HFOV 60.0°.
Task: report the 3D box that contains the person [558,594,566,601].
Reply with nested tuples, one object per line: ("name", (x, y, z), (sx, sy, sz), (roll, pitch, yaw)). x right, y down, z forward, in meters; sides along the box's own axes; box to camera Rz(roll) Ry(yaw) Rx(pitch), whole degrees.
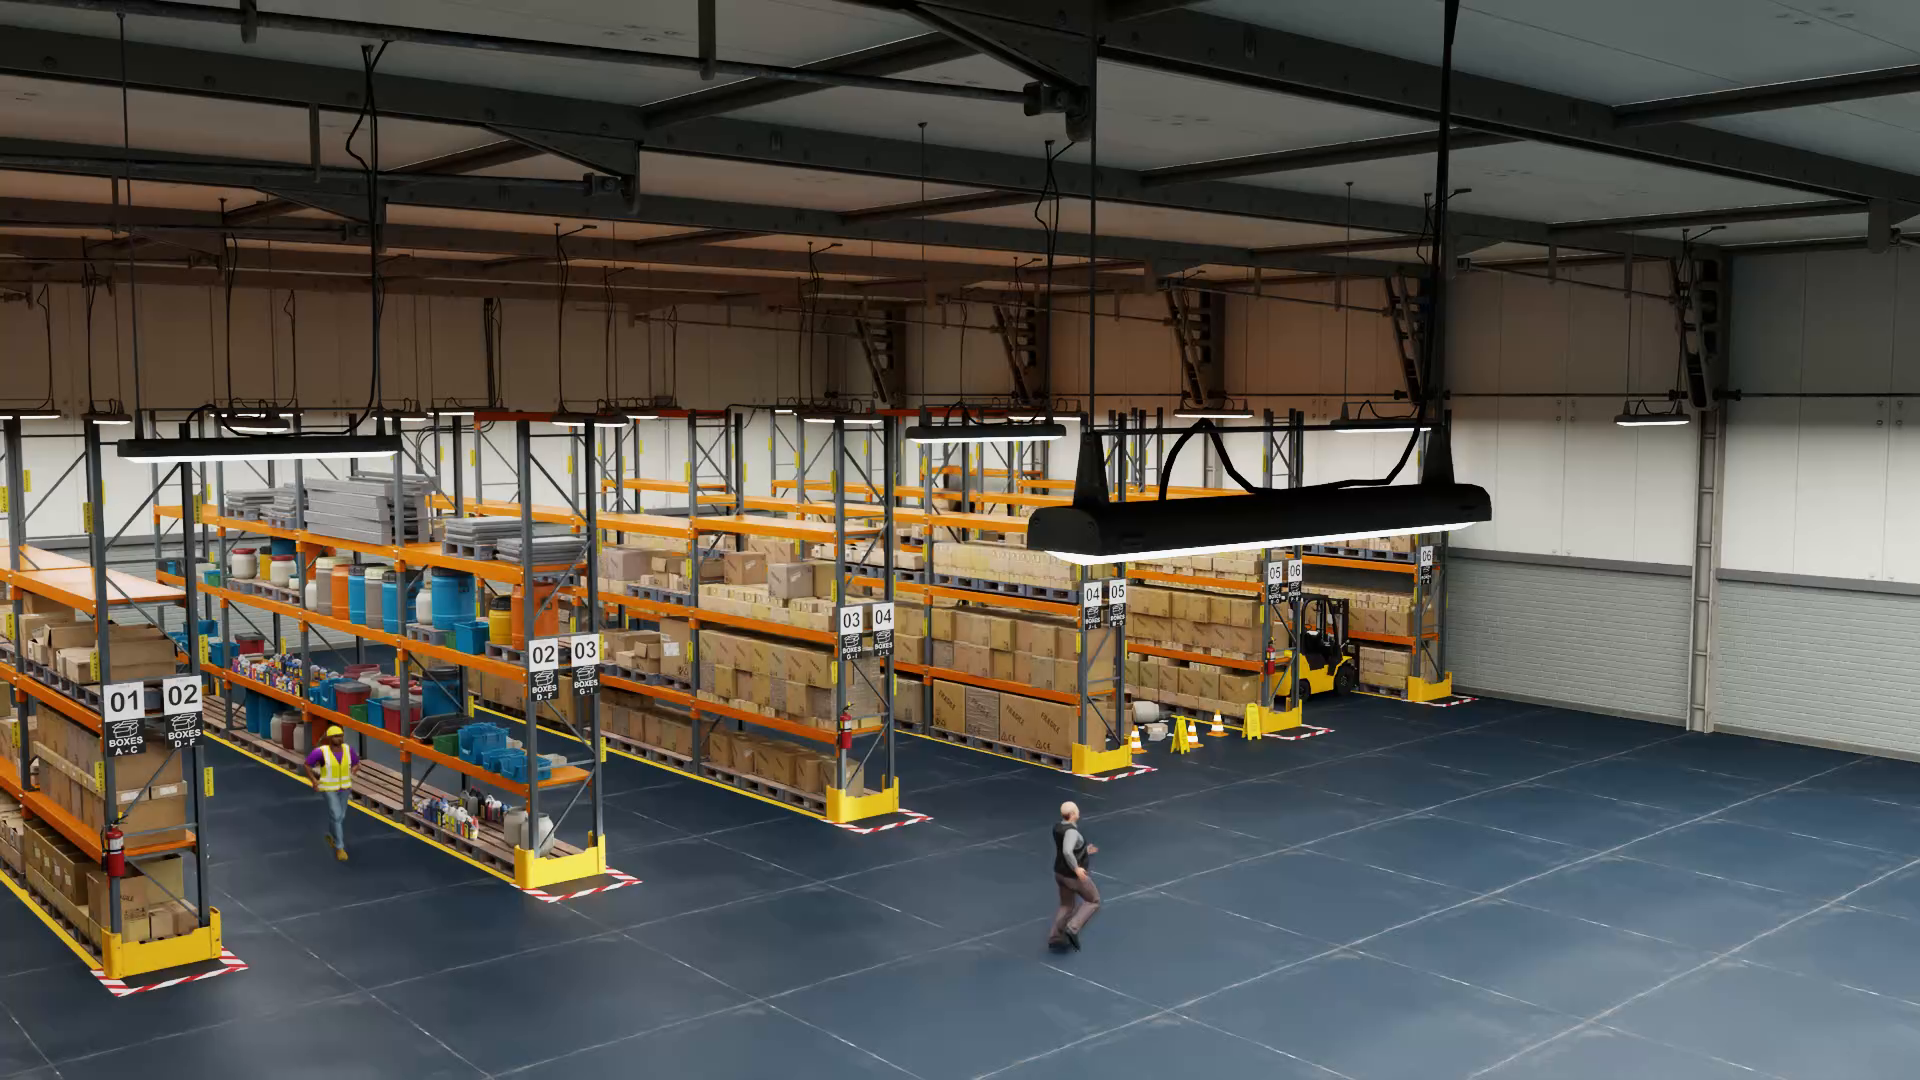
("person", (-9.359, 2.103, 38.978), (0.602, 1.673, 0.677), (0, 5, 1))

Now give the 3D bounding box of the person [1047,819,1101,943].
("person", (1.287, 3.875, 18.924), (0.608, 1.416, 0.636), (-2, 6, -26))

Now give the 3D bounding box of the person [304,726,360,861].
("person", (-8.549, 3.430, 22.803), (0.827, 1.793, 0.687), (5, 7, 43))
